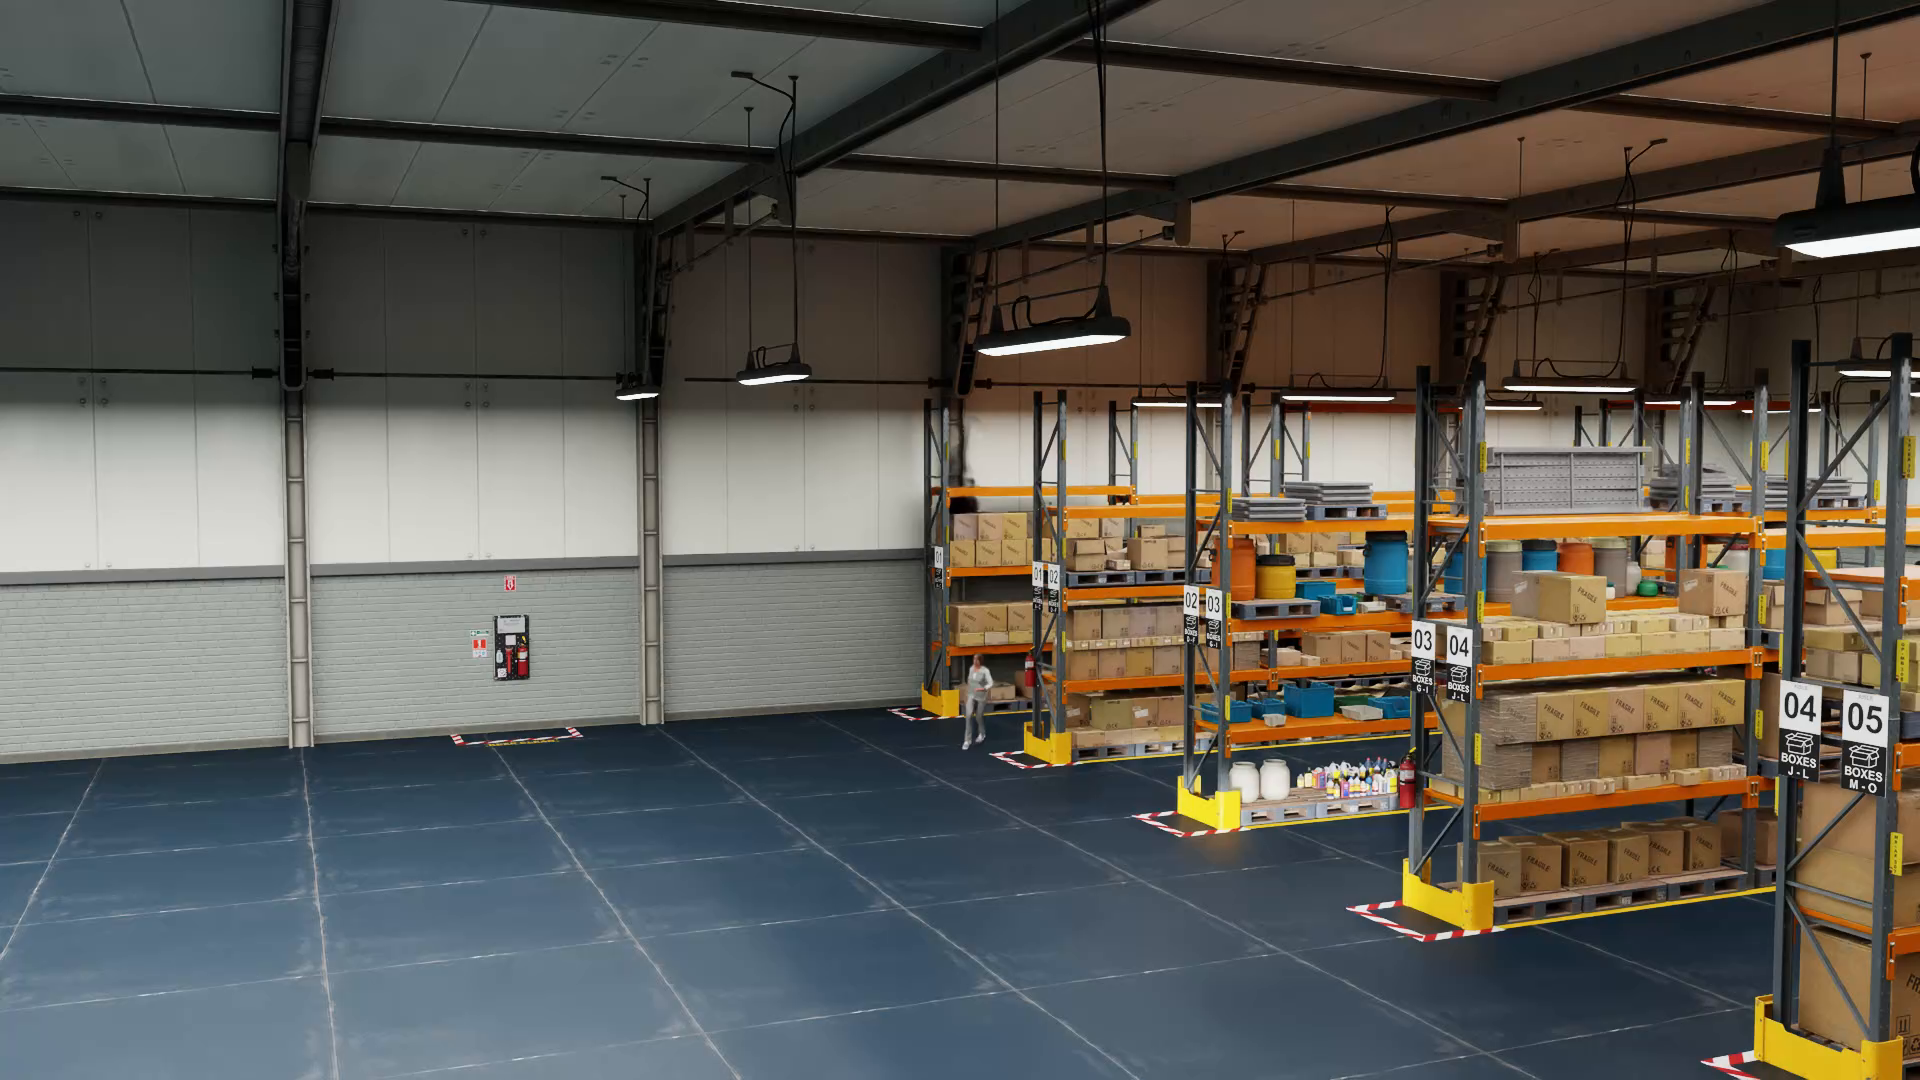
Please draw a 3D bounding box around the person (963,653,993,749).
[{"bbox_3d":[0.323,2.699,28.094,0.525,1.570,0.802,1,4,22],"label":"person"}]

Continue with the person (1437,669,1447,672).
[{"bbox_3d":[9.338,2.371,31.965,0.850,1.829,0.643,-2,4,-29],"label":"person"}]
